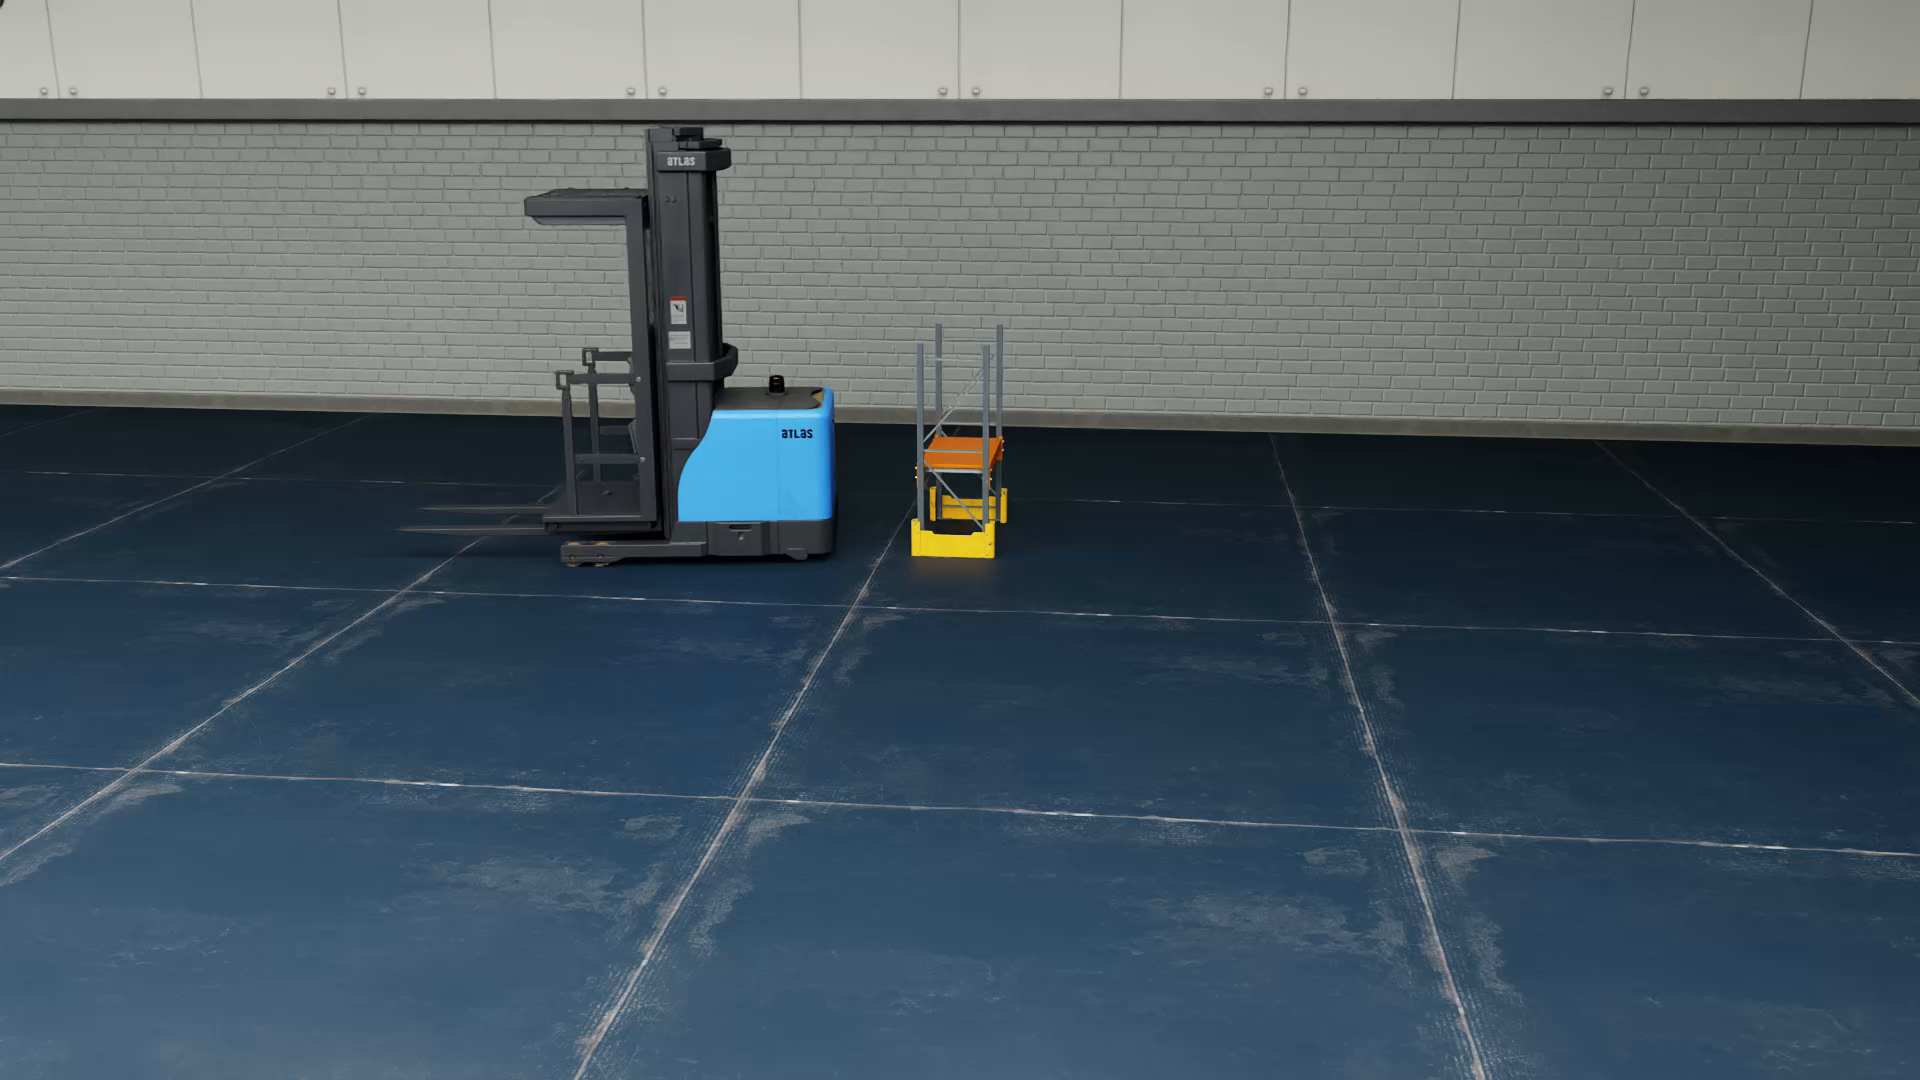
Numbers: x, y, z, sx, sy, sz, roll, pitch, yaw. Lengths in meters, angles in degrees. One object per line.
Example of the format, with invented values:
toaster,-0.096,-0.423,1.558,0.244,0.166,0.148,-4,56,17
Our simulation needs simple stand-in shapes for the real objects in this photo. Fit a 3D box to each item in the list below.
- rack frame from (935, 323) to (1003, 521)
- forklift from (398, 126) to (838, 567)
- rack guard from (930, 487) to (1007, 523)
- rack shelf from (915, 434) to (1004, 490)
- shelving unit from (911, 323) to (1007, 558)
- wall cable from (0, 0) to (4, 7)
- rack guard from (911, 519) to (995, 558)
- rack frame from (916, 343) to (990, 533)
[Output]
rack frame,0.067,-0.878,12.536,0.500,1.500,0.032,2,15,6
forklift,-2.408,-1.371,11.619,3.031,2.935,1.130,-1,15,-2
rack guard,0.065,-0.270,12.680,0.587,0.250,0.087,2,15,6
rack shelf,0.010,-0.572,12.095,0.538,0.185,1.000,2,15,6
shelving unit,0.009,-0.744,12.039,0.587,1.500,1.083,2,15,6
wall cable,-10.445,-7.409,15.809,2.305,6.003,0.169,2,15,6
rack guard,-0.048,-0.011,11.725,0.587,0.250,0.087,2,15,6
rack frame,-0.048,-0.614,11.561,0.500,1.500,0.032,2,15,6
